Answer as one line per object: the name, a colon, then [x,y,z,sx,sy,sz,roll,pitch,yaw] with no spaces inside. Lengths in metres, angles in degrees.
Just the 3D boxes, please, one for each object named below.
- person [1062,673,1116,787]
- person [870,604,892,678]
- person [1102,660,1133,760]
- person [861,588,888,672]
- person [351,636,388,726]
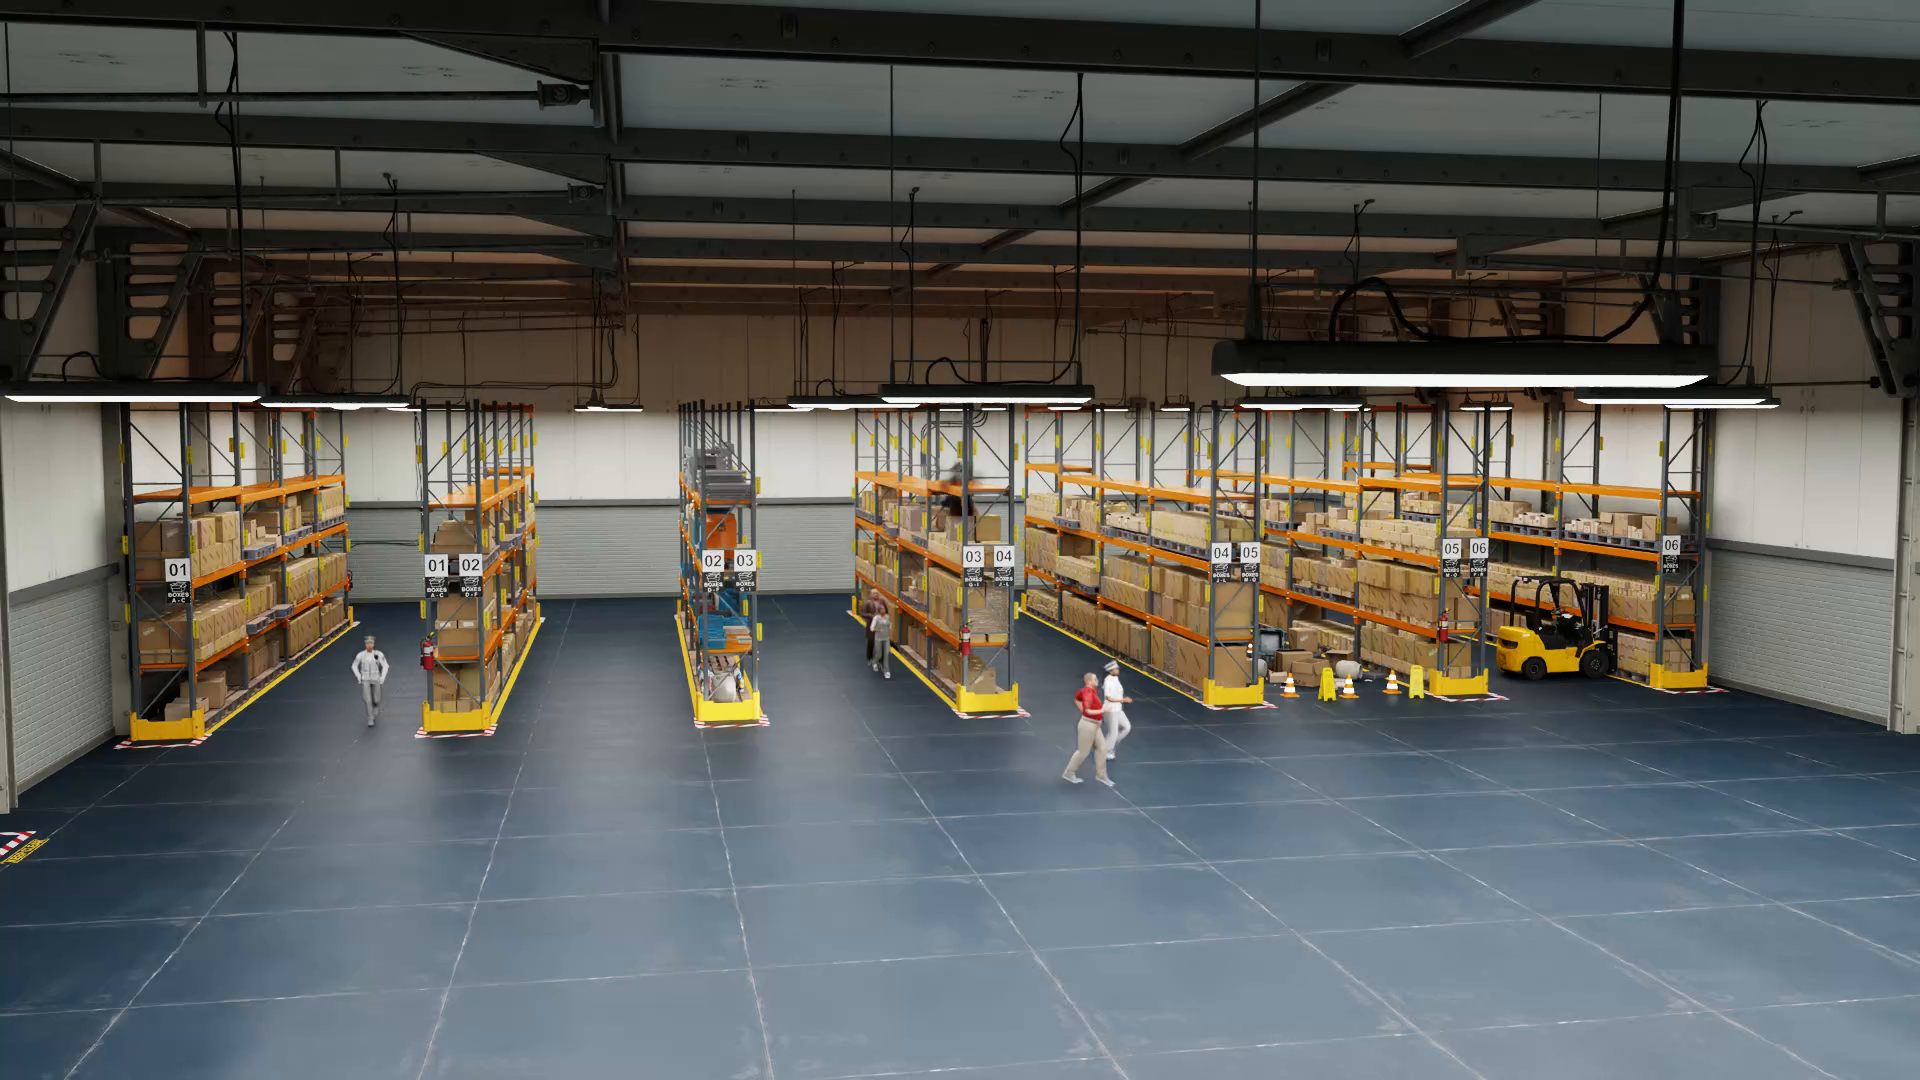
person: [1.988,2.958,25.581,0.810,1.695,0.656,1,4,11]
person: [-1.689,2.178,36.194,0.541,1.574,0.867,-2,5,-21]
person: [2.584,2.811,27.497,0.611,1.660,0.554,1,5,18]
person: [-1.907,2.000,37.376,0.678,1.829,0.923,-1,5,-17]
person: [-10.894,2.576,30.718,0.649,1.638,0.638,-2,5,-20]
